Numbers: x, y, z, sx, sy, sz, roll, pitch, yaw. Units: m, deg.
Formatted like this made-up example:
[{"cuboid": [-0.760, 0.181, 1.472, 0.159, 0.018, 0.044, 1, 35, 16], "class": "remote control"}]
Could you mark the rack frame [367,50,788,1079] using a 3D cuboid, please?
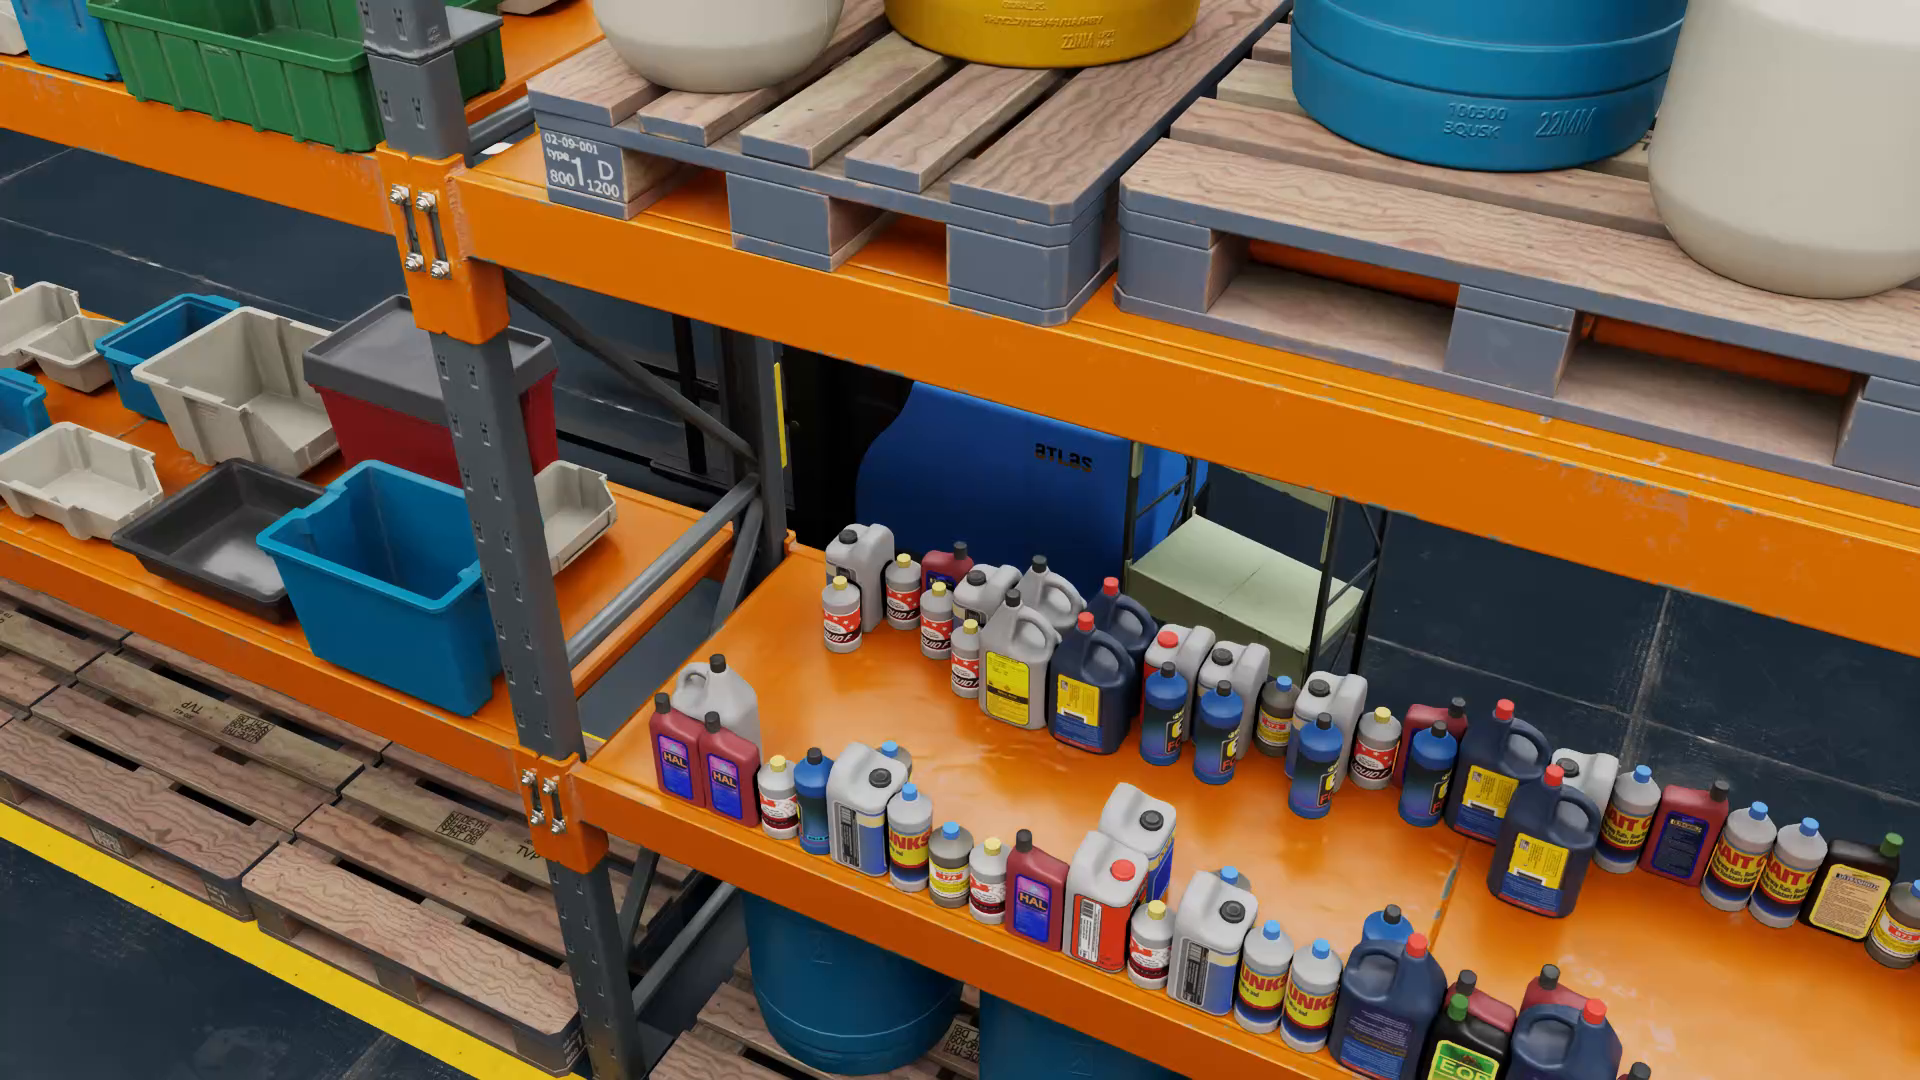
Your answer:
[{"cuboid": [-0.757, 0.092, 4.147, 0.127, 3.000, 1.000, 17, 41, 21], "class": "rack frame"}]

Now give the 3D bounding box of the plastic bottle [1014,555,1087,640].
[{"cuboid": [0.210, 0.192, 4.057, 0.185, 0.351, 0.144, 17, 41, 21], "class": "plastic bottle"}]

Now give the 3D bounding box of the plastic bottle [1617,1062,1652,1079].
[{"cuboid": [1.225, 1.050, 2.982, 0.133, 0.283, 0.061, 17, 41, 21], "class": "plastic bottle"}]

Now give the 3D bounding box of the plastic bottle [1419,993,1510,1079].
[{"cuboid": [0.942, 0.961, 3.099, 0.133, 0.283, 0.061, 17, 41, 21], "class": "plastic bottle"}]

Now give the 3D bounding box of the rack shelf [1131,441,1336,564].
[{"cuboid": [0.968, -0.309, 5.271, 0.720, 0.370, 0.431, 27, 45, 31], "class": "rack shelf"}]

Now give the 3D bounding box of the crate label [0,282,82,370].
[{"cuboid": [-2.992, -0.656, 5.302, 0.243, 0.136, 0.396, 17, 41, 21], "class": "crate label"}]

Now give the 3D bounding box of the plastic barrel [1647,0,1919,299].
[{"cuboid": [1.152, -0.624, 2.150, 0.433, 0.535, 0.433, 0, 37, 0], "class": "plastic barrel"}]

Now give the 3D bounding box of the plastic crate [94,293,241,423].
[{"cuboid": [-2.367, -0.544, 5.074, 0.300, 0.233, 0.416, 17, 41, 21], "class": "plastic crate"}]

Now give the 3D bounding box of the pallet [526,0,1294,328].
[{"cuboid": [-0.016, -0.862, 3.079, 1.003, 0.211, 1.213, 17, 41, 21], "class": "pallet"}]

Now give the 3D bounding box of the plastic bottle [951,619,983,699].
[{"cuboid": [0.026, 0.281, 4.063, 0.097, 0.201, 0.097, 0, 37, 0], "class": "plastic bottle"}]

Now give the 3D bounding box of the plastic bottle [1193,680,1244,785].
[{"cuboid": [0.593, 0.431, 3.808, 0.097, 0.271, 0.097, 0, 37, 0], "class": "plastic bottle"}]

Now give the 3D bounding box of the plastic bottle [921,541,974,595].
[{"cuboid": [-0.032, 0.115, 4.214, 0.133, 0.283, 0.061, 17, 41, 21], "class": "plastic bottle"}]

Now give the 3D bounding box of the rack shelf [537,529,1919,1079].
[{"cuboid": [1.019, 0.935, 3.632, 4.000, 0.370, 1.077, 17, 41, 21], "class": "rack shelf"}]

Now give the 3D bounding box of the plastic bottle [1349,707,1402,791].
[{"cuboid": [0.955, 0.469, 3.816, 0.097, 0.201, 0.097, 0, 37, 0], "class": "plastic bottle"}]

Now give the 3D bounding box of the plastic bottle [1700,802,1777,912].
[{"cuboid": [1.649, 0.658, 3.508, 0.097, 0.271, 0.097, 0, 37, 0], "class": "plastic bottle"}]

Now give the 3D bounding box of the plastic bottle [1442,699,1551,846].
[{"cuboid": [1.188, 0.498, 3.653, 0.185, 0.351, 0.144, 17, 41, 21], "class": "plastic bottle"}]

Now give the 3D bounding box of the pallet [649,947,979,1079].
[{"cuboid": [-0.091, 1.440, 4.678, 1.213, 0.211, 1.003, 17, 41, 21], "class": "pallet"}]

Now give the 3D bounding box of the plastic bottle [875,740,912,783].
[{"cuboid": [-0.155, 0.534, 3.729, 0.097, 0.201, 0.097, 0, 37, 0], "class": "plastic bottle"}]

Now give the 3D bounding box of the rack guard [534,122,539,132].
[{"cuboid": [-2.052, -2.690, 9.880, 0.348, 0.500, 1.175, 17, 41, 21], "class": "rack guard"}]

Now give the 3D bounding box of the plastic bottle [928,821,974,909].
[{"cuboid": [-0.019, 0.681, 3.537, 0.097, 0.201, 0.097, 0, 37, 0], "class": "plastic bottle"}]

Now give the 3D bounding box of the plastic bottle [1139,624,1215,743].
[{"cuboid": [0.514, 0.320, 3.950, 0.135, 0.276, 0.152, 17, 41, 21], "class": "plastic bottle"}]

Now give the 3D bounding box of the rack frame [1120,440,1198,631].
[{"cuboid": [0.689, -0.141, 5.696, 0.023, 1.500, 0.400, 27, 45, 31], "class": "rack frame"}]

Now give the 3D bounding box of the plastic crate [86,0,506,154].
[{"cuboid": [-1.272, -0.973, 3.246, 0.662, 0.188, 0.450, 17, 41, 21], "class": "plastic crate"}]

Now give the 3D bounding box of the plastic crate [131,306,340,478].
[{"cuboid": [-2.028, -0.408, 4.855, 0.530, 0.282, 0.437, 17, 41, 21], "class": "plastic crate"}]

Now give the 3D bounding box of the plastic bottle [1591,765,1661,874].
[{"cuboid": [1.444, 0.594, 3.593, 0.097, 0.271, 0.097, 0, 37, 0], "class": "plastic bottle"}]

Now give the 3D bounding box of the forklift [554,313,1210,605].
[{"cuboid": [-0.561, -1.341, 6.092, 3.031, 2.935, 1.130, 17, 40, 21], "class": "forklift"}]

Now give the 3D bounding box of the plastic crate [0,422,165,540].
[{"cuboid": [-2.441, -0.149, 4.634, 0.466, 0.136, 0.293, 17, 41, 21], "class": "plastic crate"}]

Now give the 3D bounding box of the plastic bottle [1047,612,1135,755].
[{"cuboid": [0.308, 0.321, 3.887, 0.185, 0.351, 0.144, 17, 41, 21], "class": "plastic bottle"}]

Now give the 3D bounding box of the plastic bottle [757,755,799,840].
[{"cuboid": [-0.398, 0.562, 3.693, 0.097, 0.201, 0.097, 0, 37, 0], "class": "plastic bottle"}]

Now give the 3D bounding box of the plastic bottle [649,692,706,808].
[{"cuboid": [-0.627, 0.470, 3.746, 0.133, 0.283, 0.061, 17, 41, 21], "class": "plastic bottle"}]

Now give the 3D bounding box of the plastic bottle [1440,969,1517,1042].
[{"cuboid": [0.970, 0.929, 3.142, 0.133, 0.283, 0.061, 17, 41, 21], "class": "plastic bottle"}]

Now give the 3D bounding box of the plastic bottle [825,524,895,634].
[{"cuboid": [-0.258, 0.078, 4.269, 0.135, 0.276, 0.152, 17, 41, 21], "class": "plastic bottle"}]

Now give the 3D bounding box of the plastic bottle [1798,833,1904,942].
[{"cuboid": [1.846, 0.703, 3.440, 0.133, 0.283, 0.061, 17, 41, 21], "class": "plastic bottle"}]

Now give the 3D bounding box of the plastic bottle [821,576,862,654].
[{"cuboid": [-0.299, 0.180, 4.197, 0.097, 0.201, 0.097, 0, 37, 0], "class": "plastic bottle"}]

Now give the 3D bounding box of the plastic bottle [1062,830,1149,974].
[{"cuboid": [0.301, 0.733, 3.407, 0.135, 0.276, 0.152, 17, 41, 21], "class": "plastic bottle"}]

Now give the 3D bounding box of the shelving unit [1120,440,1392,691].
[{"cuboid": [0.968, 0.002, 5.507, 0.755, 1.500, 0.431, 27, 45, 31], "class": "shelving unit"}]

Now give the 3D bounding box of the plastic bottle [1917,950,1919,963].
[{"cuboid": [2.051, 0.767, 3.355, 0.133, 0.283, 0.061, 17, 41, 21], "class": "plastic bottle"}]

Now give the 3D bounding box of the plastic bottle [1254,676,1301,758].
[{"cuboid": [0.749, 0.404, 3.901, 0.097, 0.201, 0.097, 0, 37, 0], "class": "plastic bottle"}]

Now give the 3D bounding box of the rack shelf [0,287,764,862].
[{"cuboid": [-2.533, -0.177, 5.097, 4.000, 0.370, 1.077, 17, 41, 21], "class": "rack shelf"}]

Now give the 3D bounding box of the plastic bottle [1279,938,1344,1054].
[{"cuboid": [0.684, 0.873, 3.226, 0.097, 0.271, 0.097, 0, 37, 0], "class": "plastic bottle"}]

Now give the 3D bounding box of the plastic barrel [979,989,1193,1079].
[{"cuboid": [0.347, 1.118, 4.184, 0.708, 0.901, 0.600, 17, 41, 21], "class": "plastic barrel"}]

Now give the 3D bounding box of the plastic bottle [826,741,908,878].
[{"cuboid": [-0.196, 0.577, 3.612, 0.135, 0.276, 0.152, 17, 41, 21], "class": "plastic bottle"}]

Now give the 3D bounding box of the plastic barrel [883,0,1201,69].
[{"cuboid": [0.147, -1.200, 2.866, 0.600, 0.588, 0.600, 0, 37, 0], "class": "plastic barrel"}]

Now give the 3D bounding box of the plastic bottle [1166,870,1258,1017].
[{"cuboid": [0.507, 0.797, 3.322, 0.135, 0.276, 0.152, 17, 41, 21], "class": "plastic bottle"}]

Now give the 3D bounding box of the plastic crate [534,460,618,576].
[{"cuboid": [-1.104, -0.033, 4.480, 0.243, 0.136, 0.396, 17, 41, 21], "class": "plastic crate"}]

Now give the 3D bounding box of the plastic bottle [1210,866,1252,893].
[{"cuboid": [0.548, 0.755, 3.439, 0.097, 0.201, 0.097, 0, 37, 0], "class": "plastic bottle"}]

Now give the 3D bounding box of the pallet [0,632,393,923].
[{"cuboid": [-2.515, 0.681, 5.678, 1.213, 0.211, 1.003, 17, 41, 21], "class": "pallet"}]

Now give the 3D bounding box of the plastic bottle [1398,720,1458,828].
[{"cuboid": [1.046, 0.511, 3.703, 0.097, 0.271, 0.097, 0, 37, 0], "class": "plastic bottle"}]

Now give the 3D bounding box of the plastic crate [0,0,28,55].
[{"cuboid": [-2.061, -1.147, 3.517, 0.466, 0.136, 0.293, 17, 41, 21], "class": "plastic crate"}]
